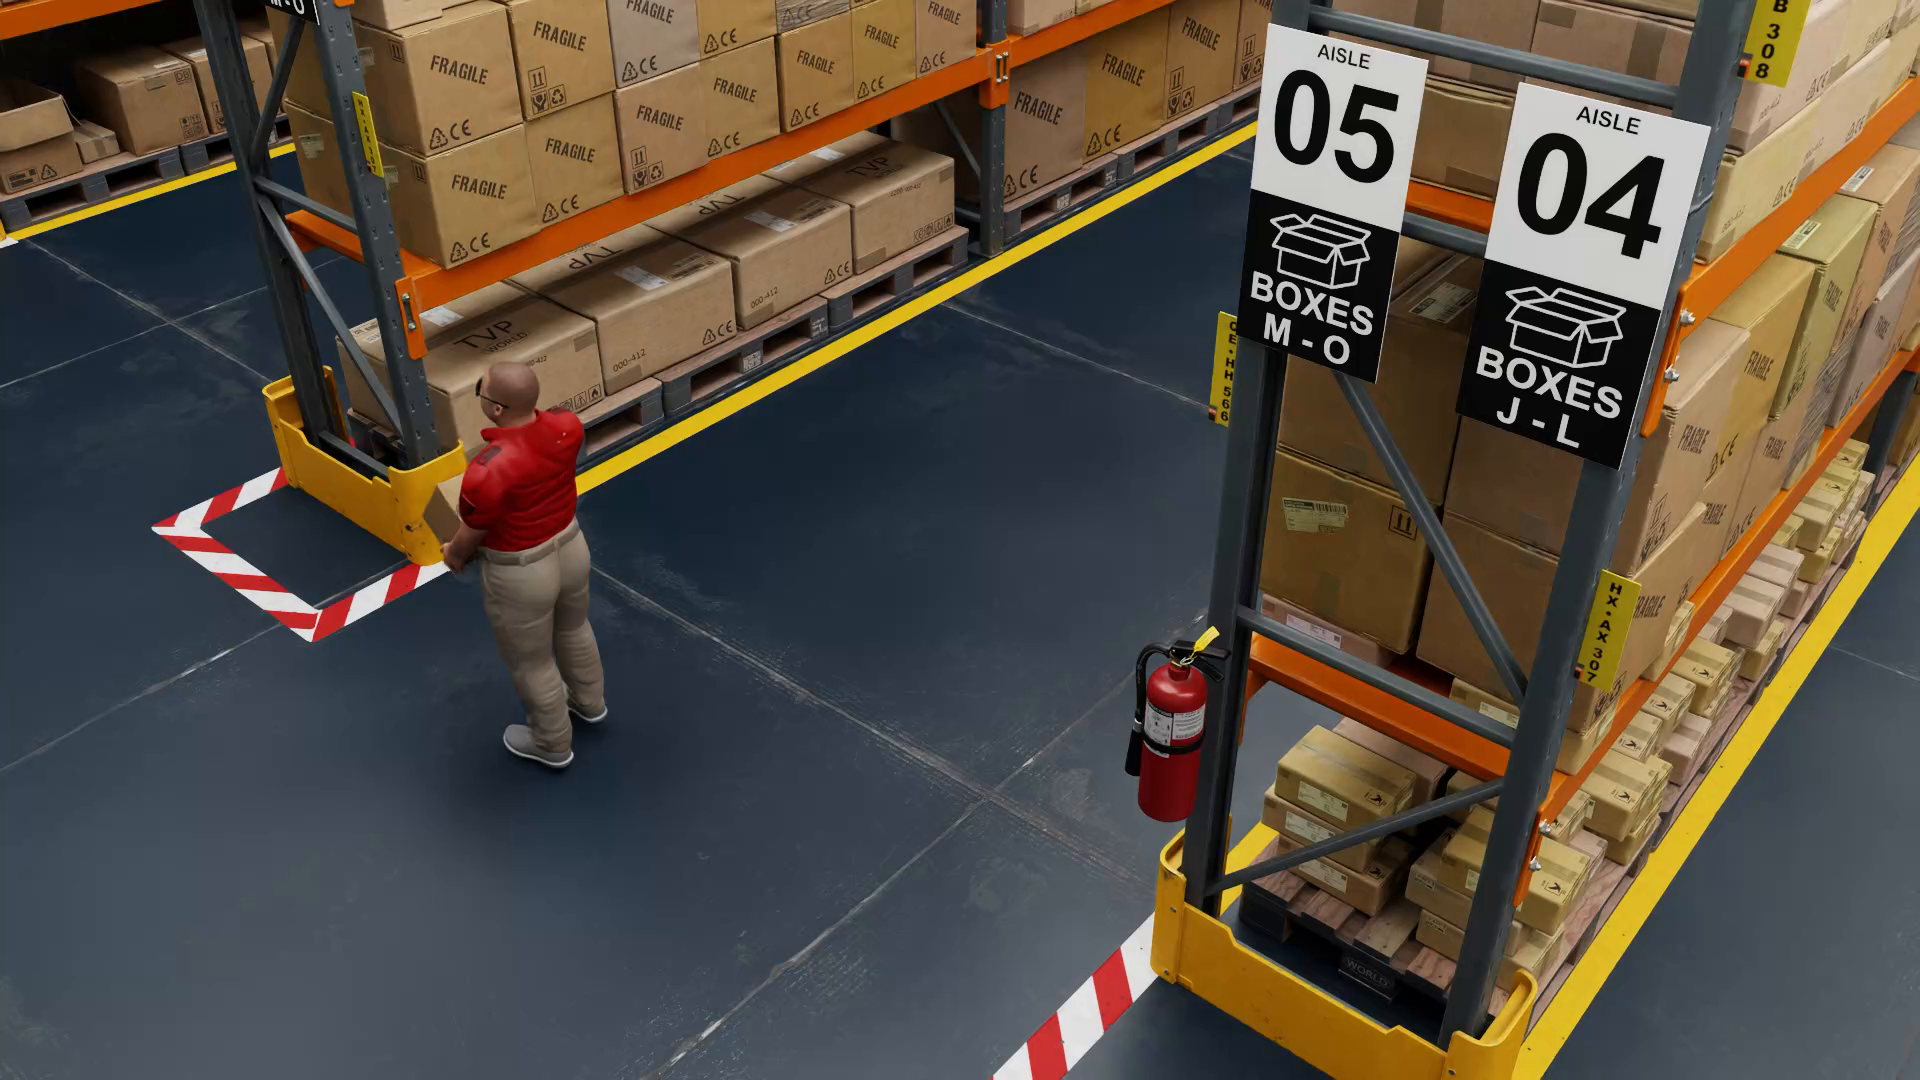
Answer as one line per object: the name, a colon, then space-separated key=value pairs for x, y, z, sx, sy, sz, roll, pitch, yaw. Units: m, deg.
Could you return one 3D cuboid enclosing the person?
person: x=-1.600 y=0.069 z=6.057 sx=0.507 sy=1.729 sz=0.549 roll=19 pitch=39 yaw=25
